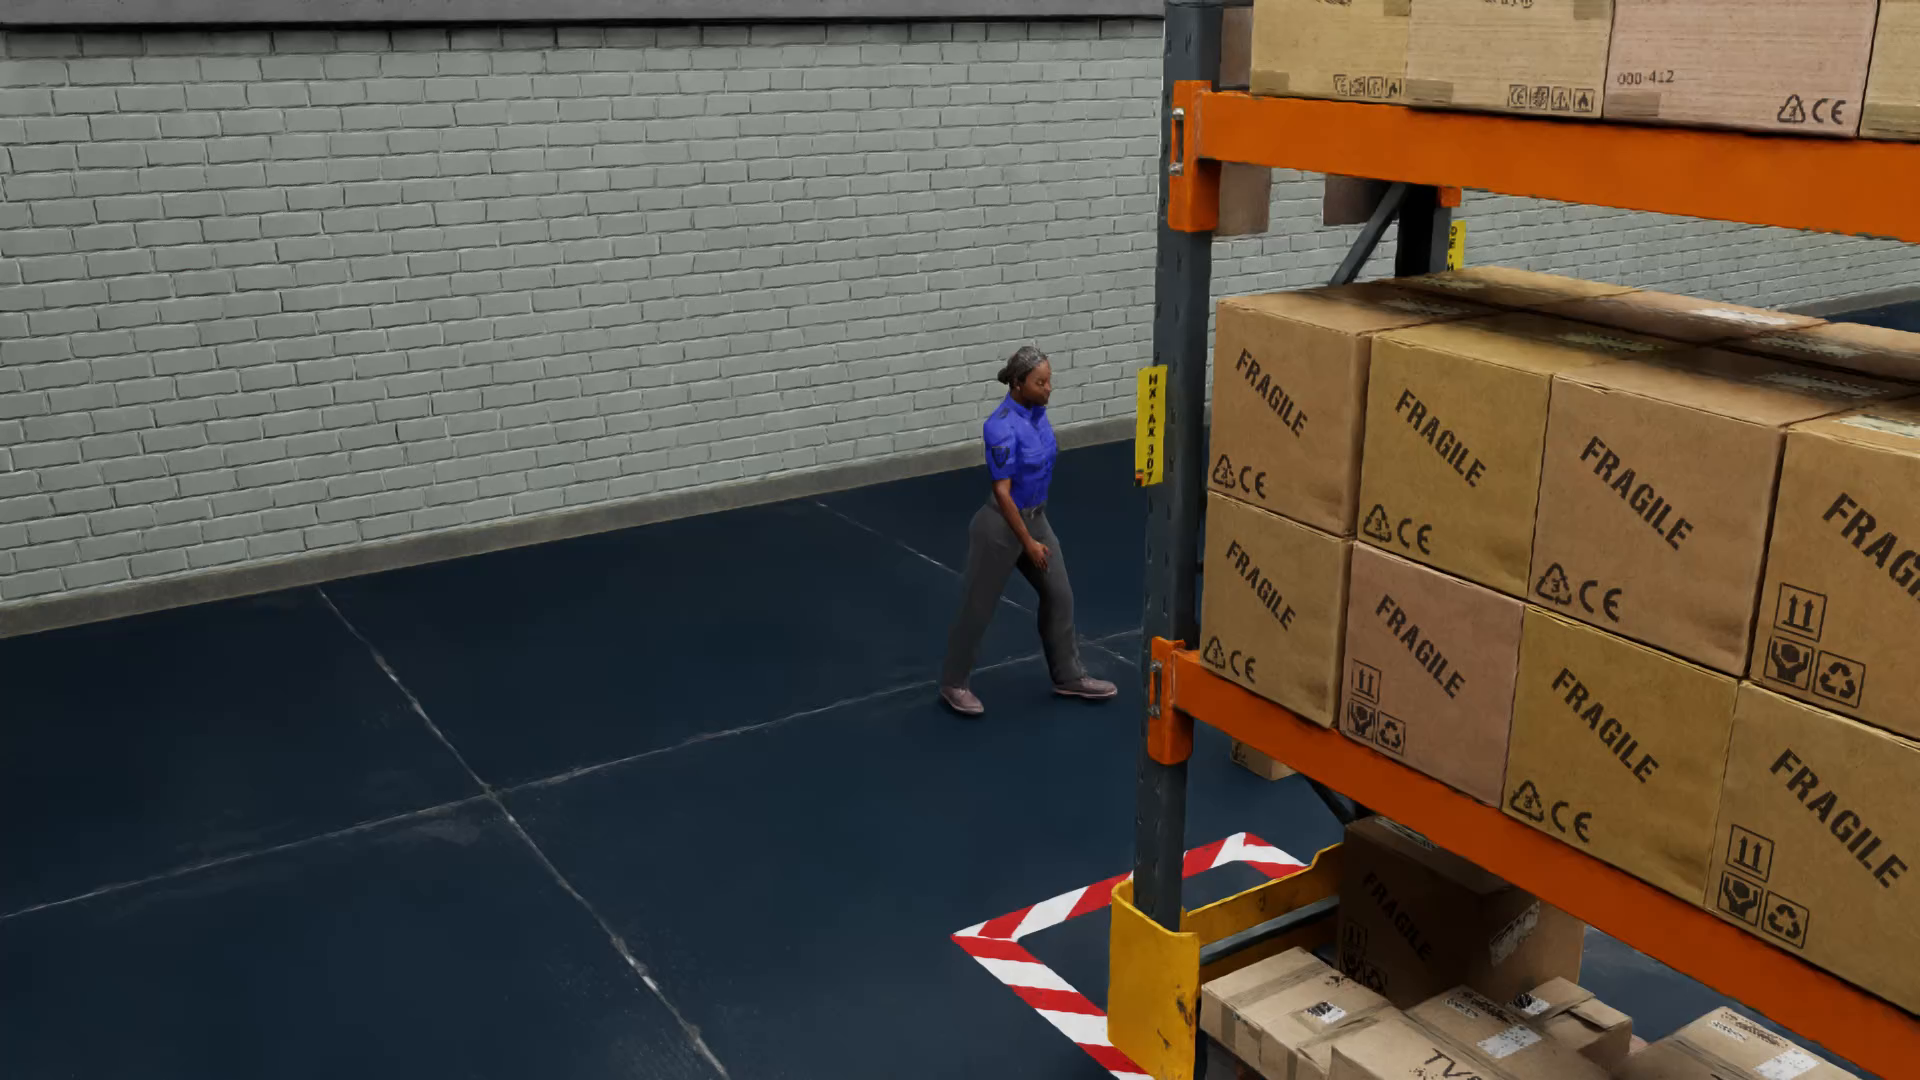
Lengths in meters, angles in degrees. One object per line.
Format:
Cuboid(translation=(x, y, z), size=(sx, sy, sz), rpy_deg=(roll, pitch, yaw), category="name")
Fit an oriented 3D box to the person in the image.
Cuboid(translation=(0.287, -0.053, 7.216), size=(0.686, 1.626, 0.578), rpy_deg=(12, 22, 32), category="person")
